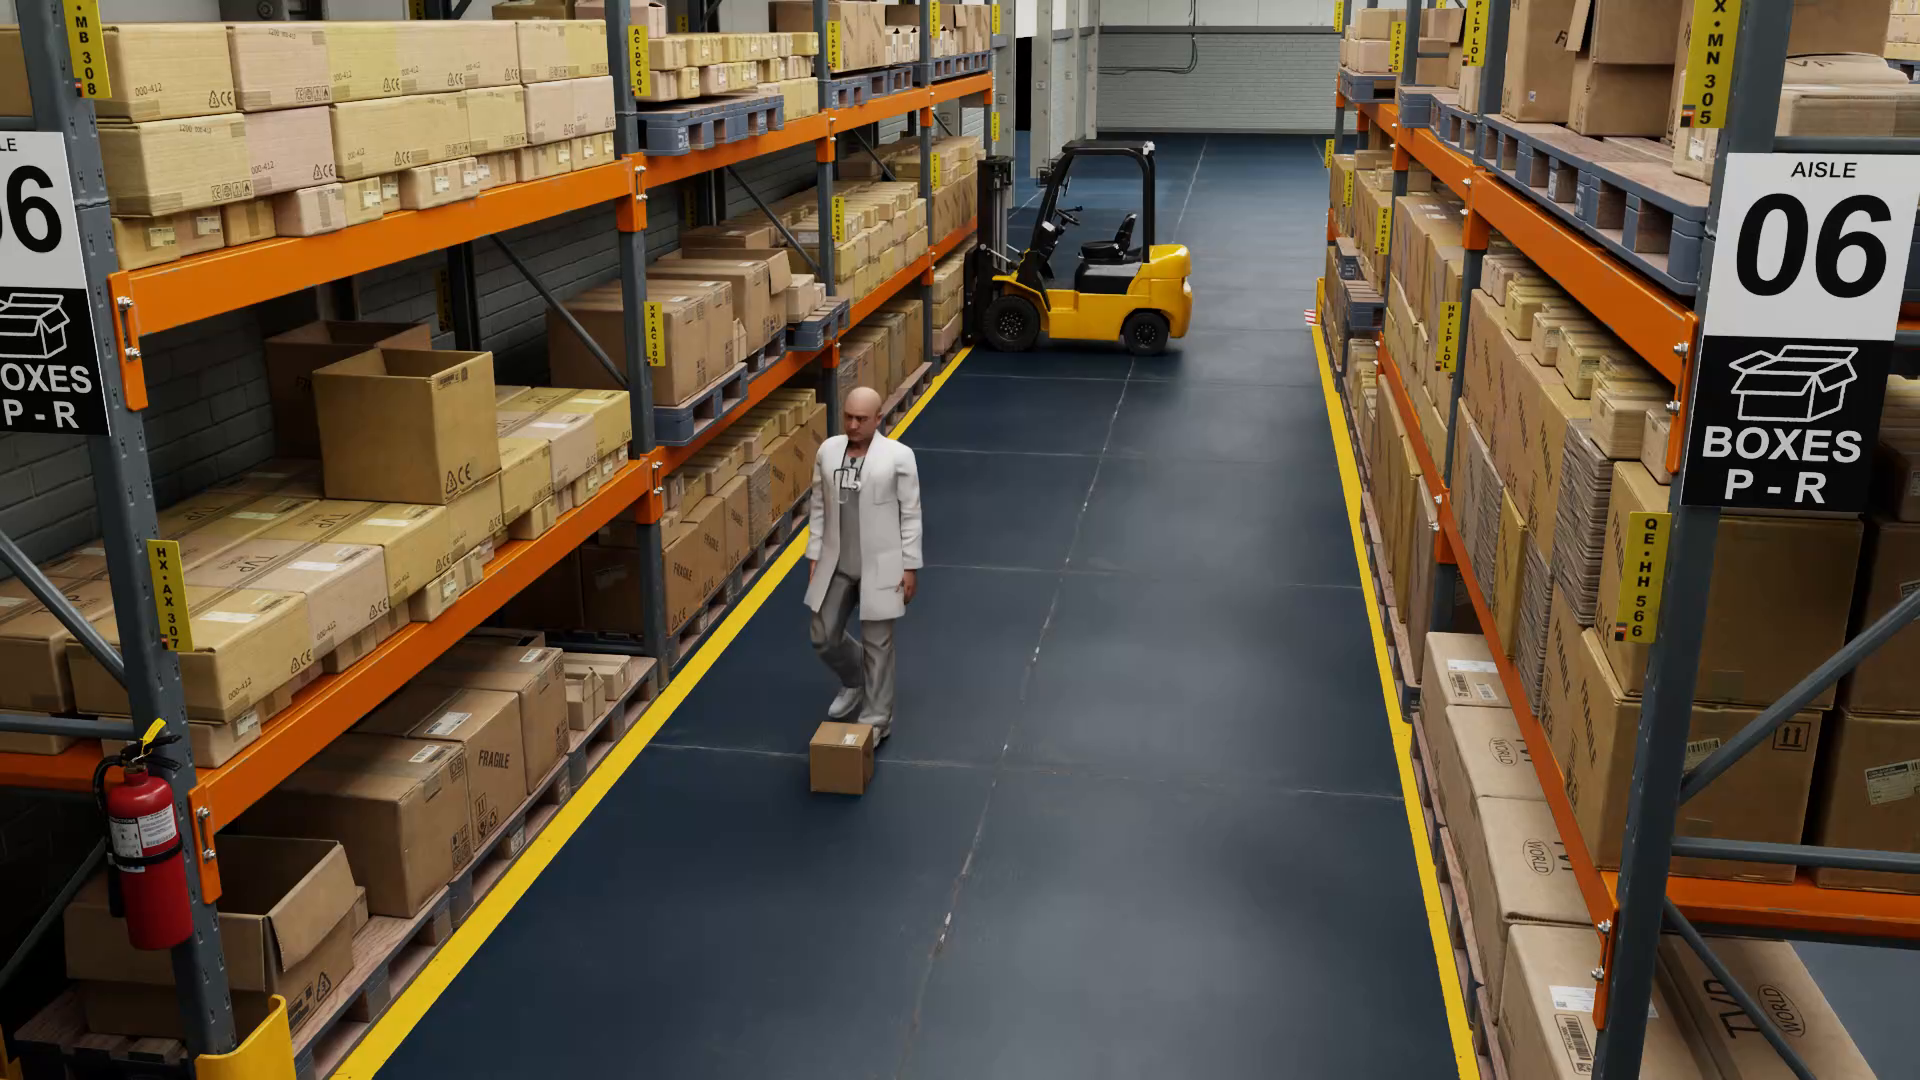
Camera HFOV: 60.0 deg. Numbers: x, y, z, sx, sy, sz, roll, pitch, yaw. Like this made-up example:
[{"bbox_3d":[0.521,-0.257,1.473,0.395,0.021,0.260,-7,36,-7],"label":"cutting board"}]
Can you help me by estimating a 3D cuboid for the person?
[{"bbox_3d":[-0.467,0.117,8.151,0.609,1.778,0.633,6,19,19],"label":"person"}]
